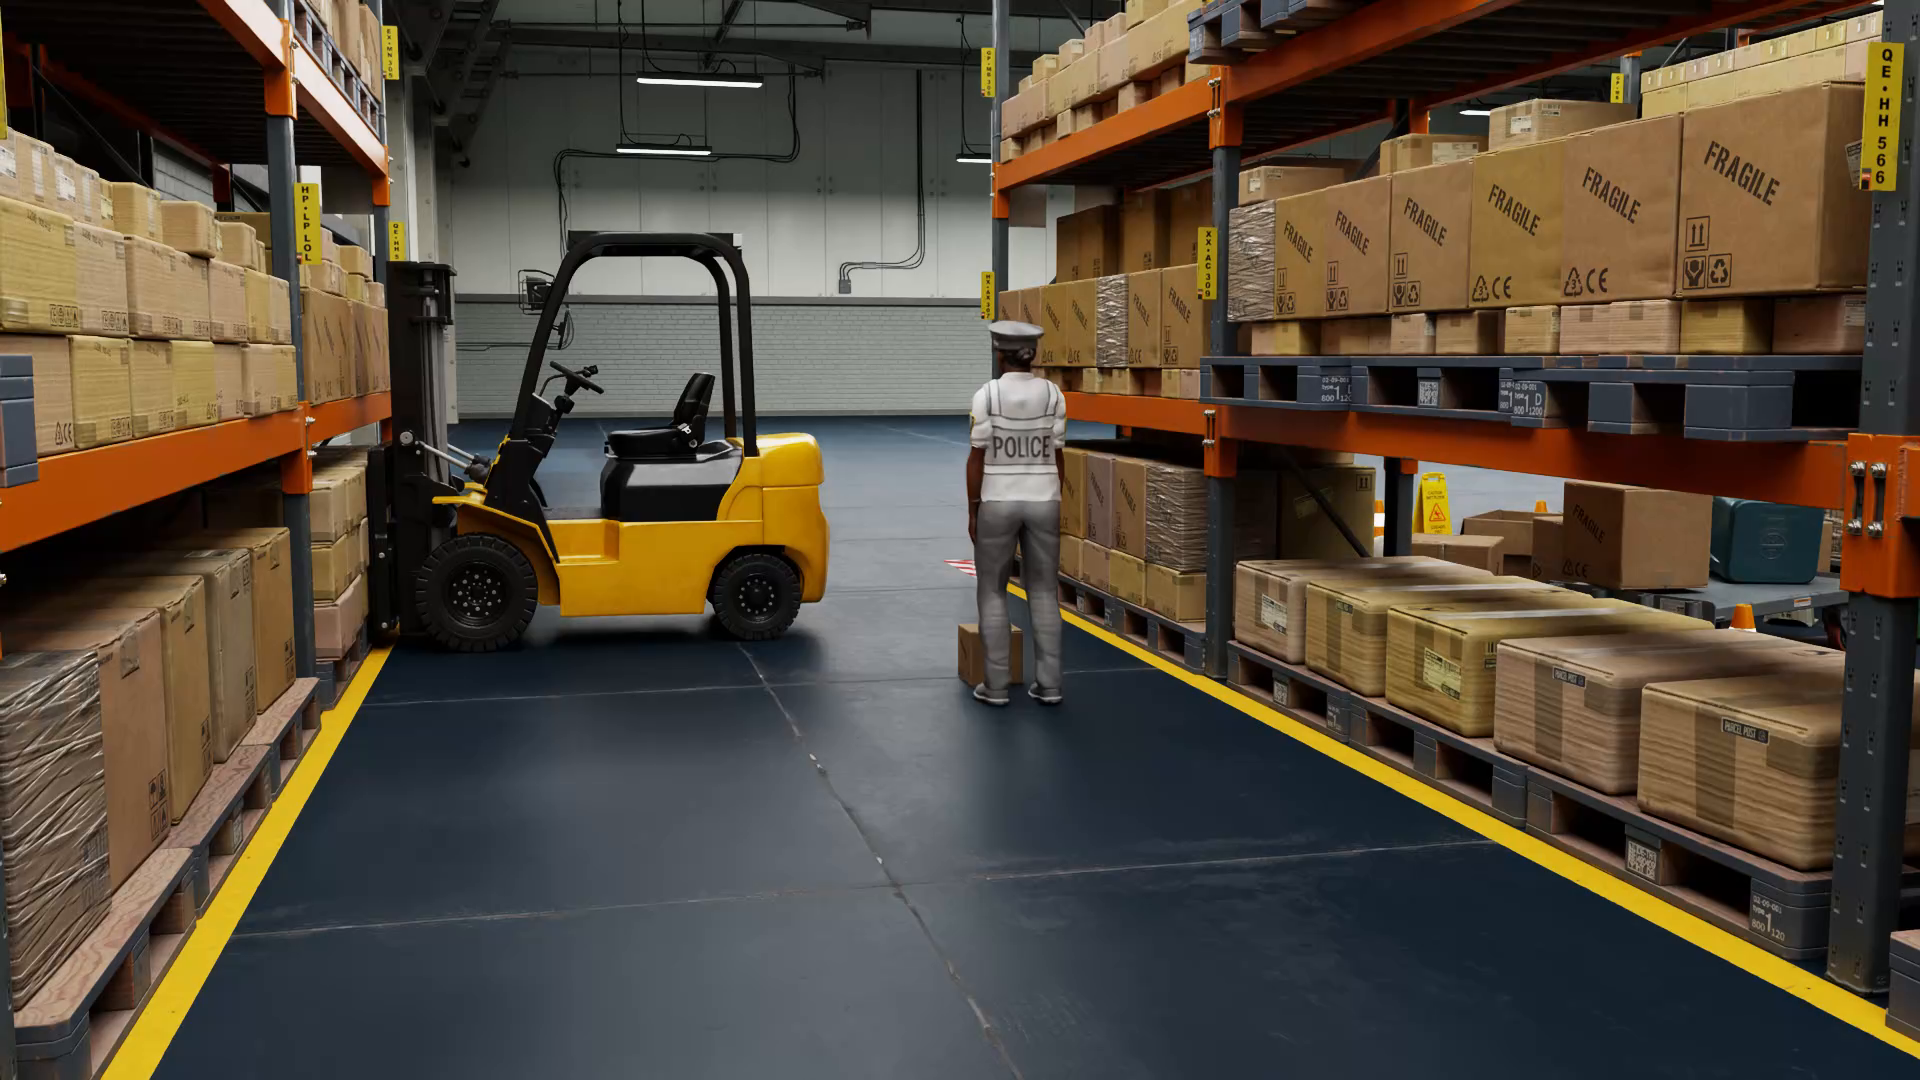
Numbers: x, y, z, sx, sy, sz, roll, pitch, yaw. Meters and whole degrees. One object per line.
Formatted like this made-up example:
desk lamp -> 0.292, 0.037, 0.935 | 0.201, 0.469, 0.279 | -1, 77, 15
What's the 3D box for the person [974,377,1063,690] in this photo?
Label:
person -> 0.258, -0.033, 7.256 | 0.387, 1.350, 0.324 | -1, 6, -12
